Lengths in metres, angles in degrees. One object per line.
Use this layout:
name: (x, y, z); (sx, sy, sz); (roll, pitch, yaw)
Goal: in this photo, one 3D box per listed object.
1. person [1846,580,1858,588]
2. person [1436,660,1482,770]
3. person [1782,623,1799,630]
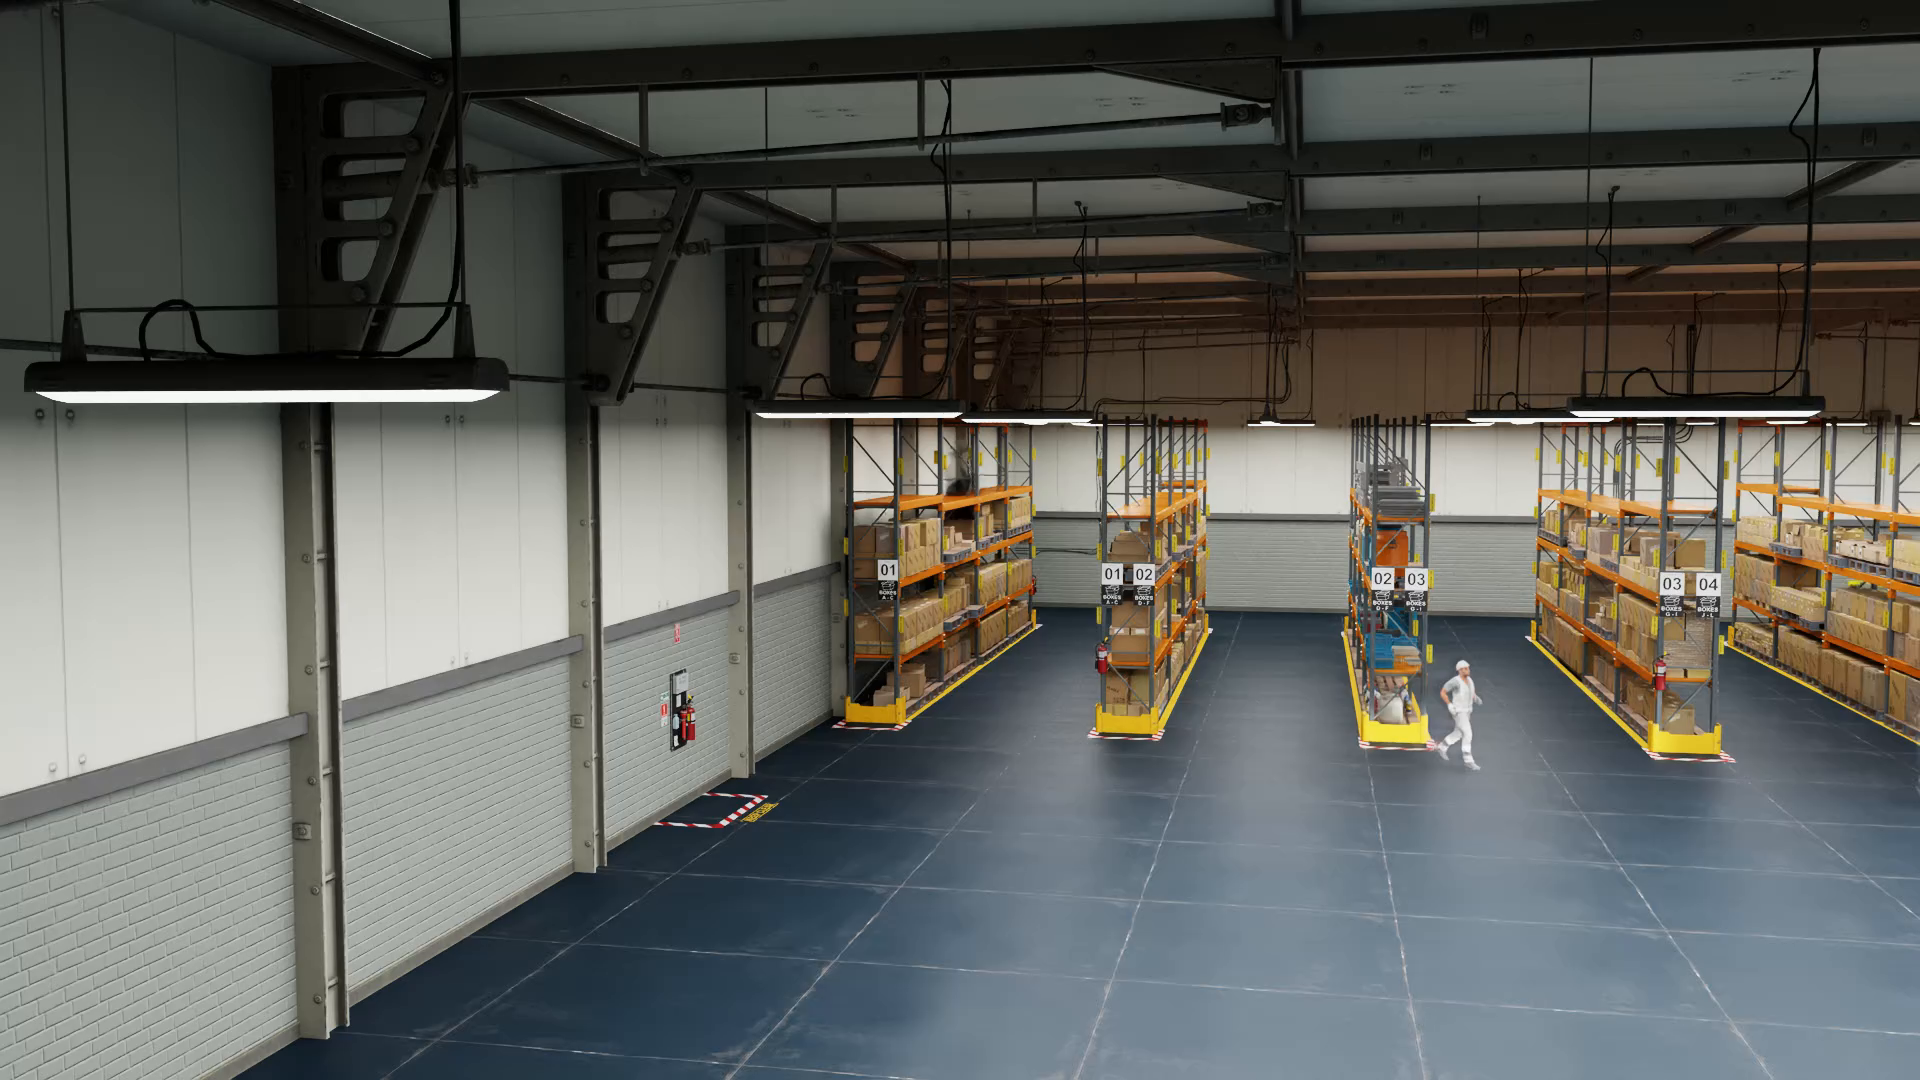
person: (24.318, 1.924, 44.664); (1.010, 1.721, 0.739); (0, 4, 5)
person: (8.467, 2.925, 28.155); (0.654, 1.799, 0.918); (-3, 5, -42)
person: (22.381, 1.989, 44.591); (0.753, 1.519, 0.633); (-1, 4, -13)
